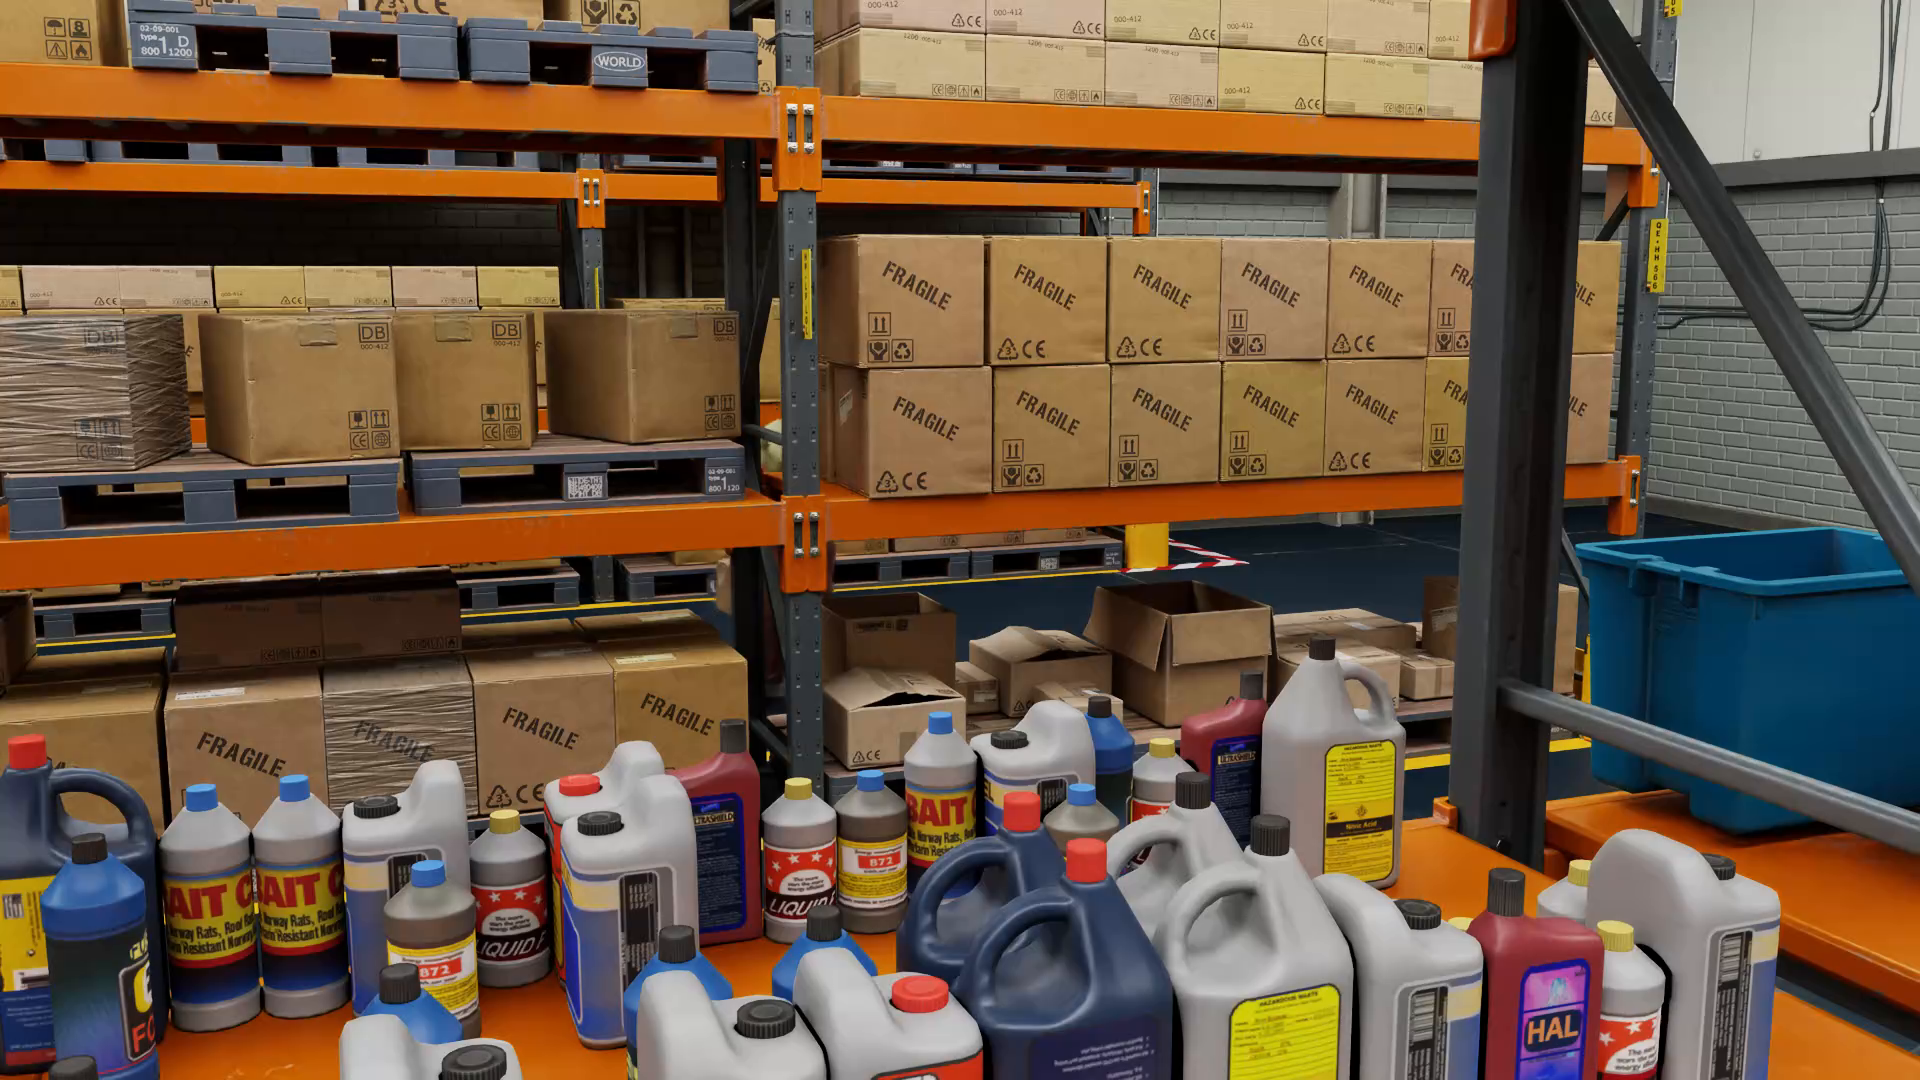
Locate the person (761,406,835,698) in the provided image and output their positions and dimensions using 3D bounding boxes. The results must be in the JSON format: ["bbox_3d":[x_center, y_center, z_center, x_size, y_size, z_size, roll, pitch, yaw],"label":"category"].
[{"bbox_3d":[-0.855,-0.020,8.379,0.526,1.684,0.416,-1,9,-7],"label":"person"}]
